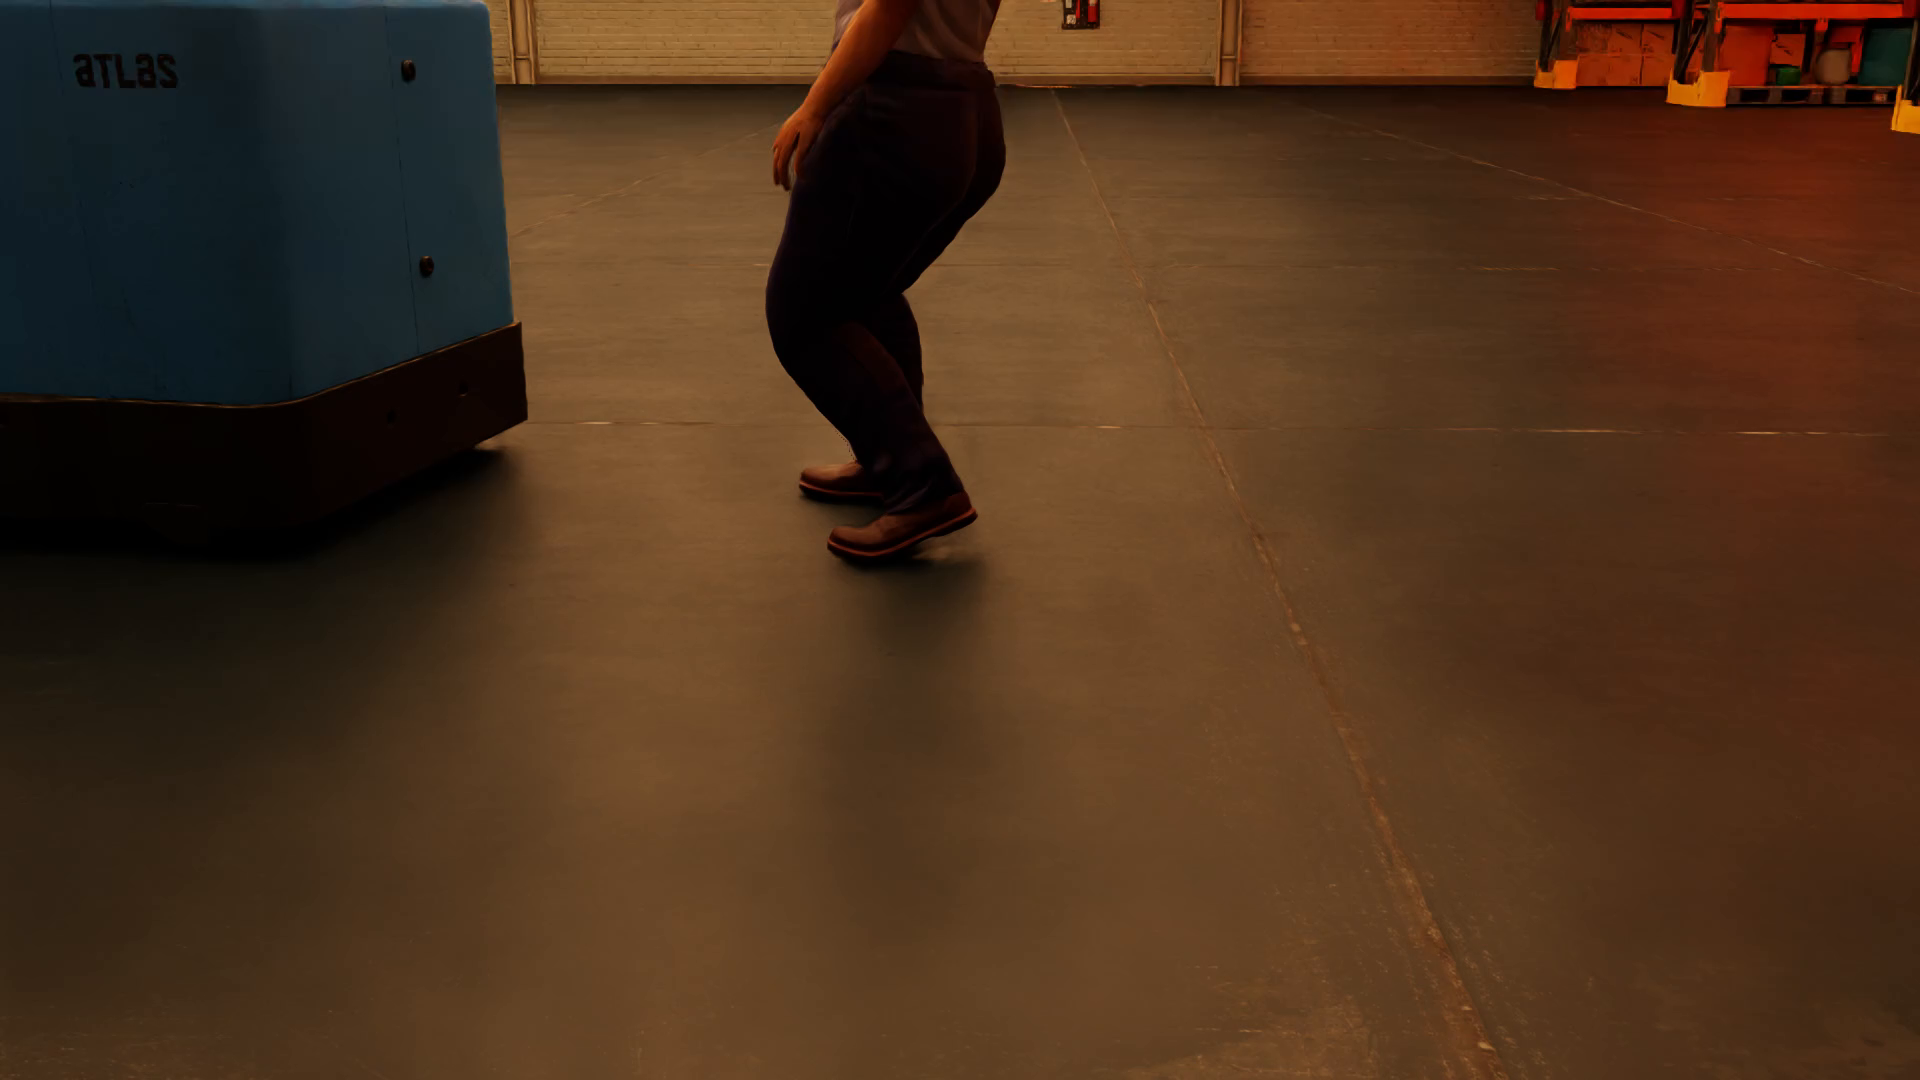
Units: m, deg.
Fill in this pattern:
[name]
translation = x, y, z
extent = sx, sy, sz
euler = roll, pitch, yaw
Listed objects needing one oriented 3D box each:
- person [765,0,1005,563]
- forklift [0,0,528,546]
[person]
translation = -0.170, -0.783, 3.204
extent = 0.541, 1.596, 0.662
euler = 6, 18, 18
[forklift]
translation = -2.634, -1.597, 3.572
extent = 3.031, 2.935, 1.130
euler = 4, 18, 12
